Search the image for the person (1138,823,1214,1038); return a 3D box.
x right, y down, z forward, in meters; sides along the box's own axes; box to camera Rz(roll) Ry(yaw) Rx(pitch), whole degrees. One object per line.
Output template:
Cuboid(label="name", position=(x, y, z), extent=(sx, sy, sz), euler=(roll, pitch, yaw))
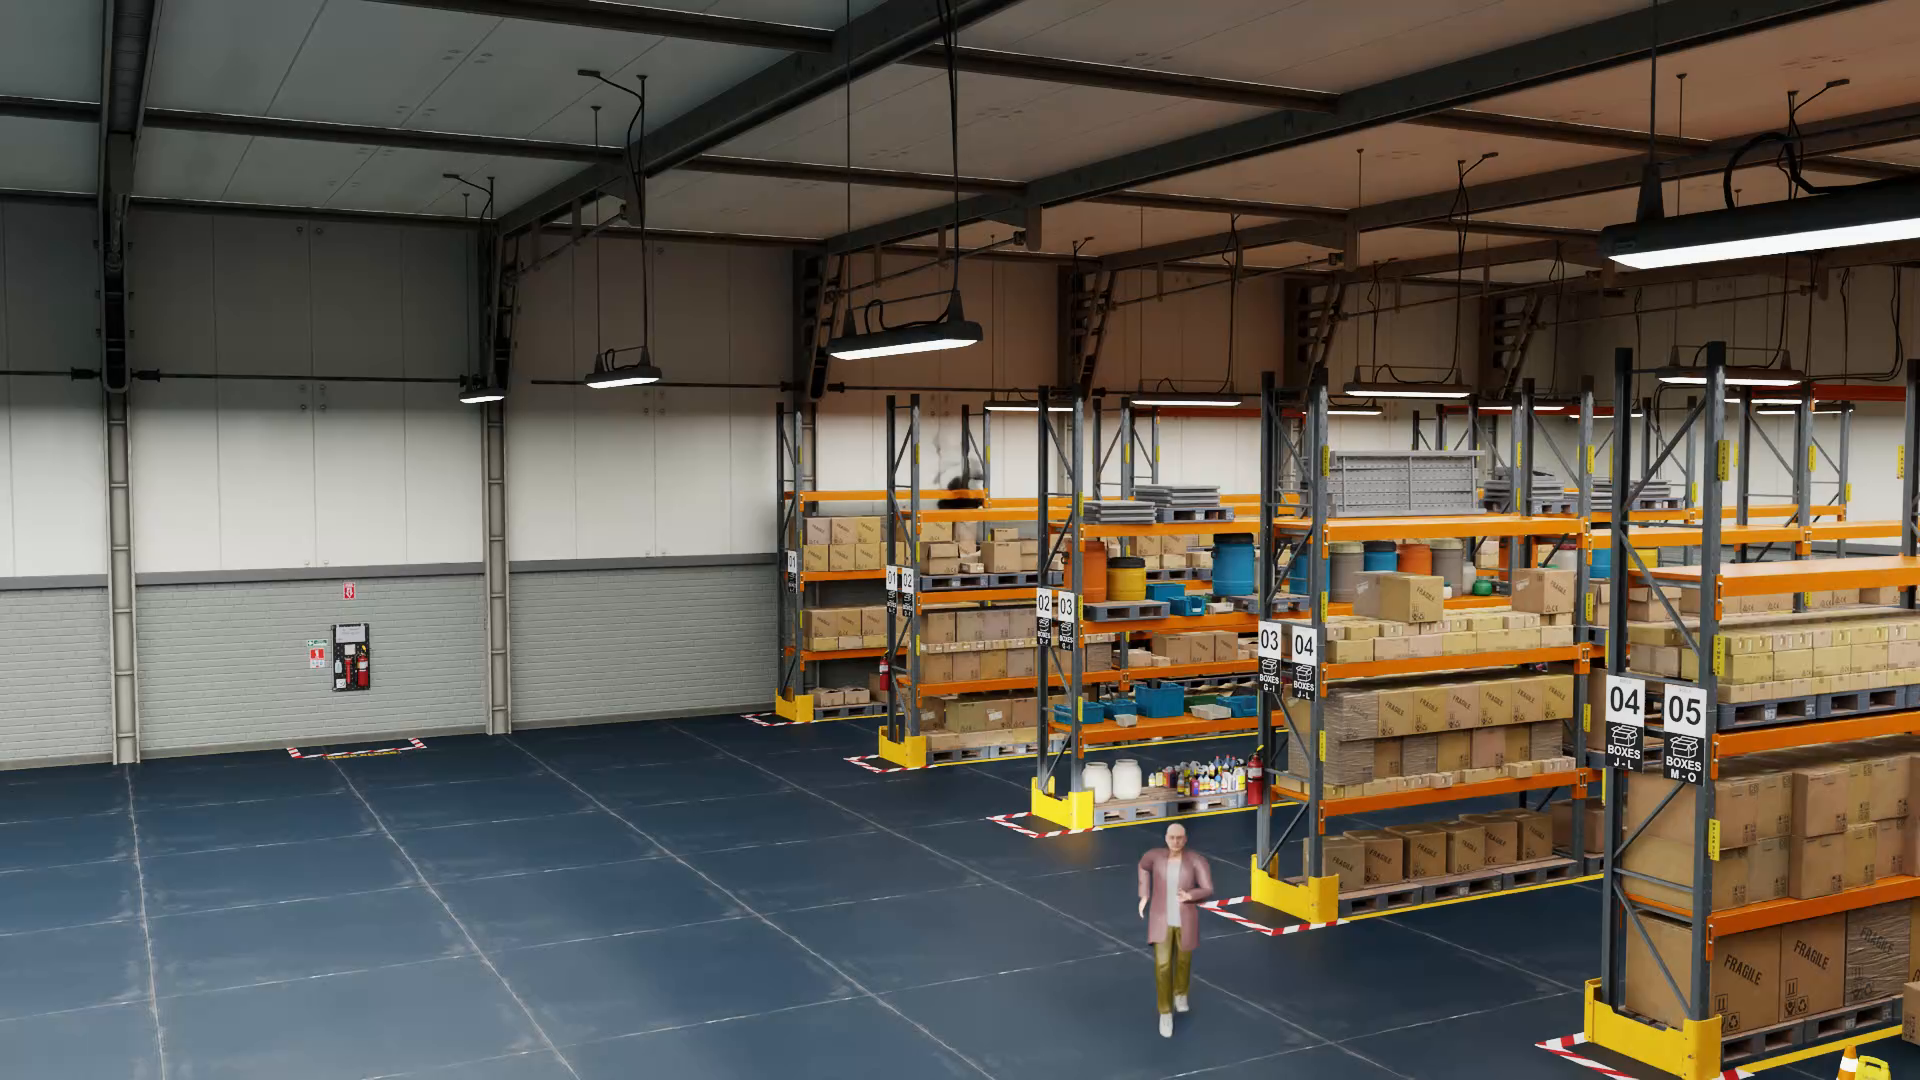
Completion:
Cuboid(label="person", position=(1.920, 3.433, 14.844), extent=(0.668, 1.847, 0.936), euler=(0, 3, 7))
